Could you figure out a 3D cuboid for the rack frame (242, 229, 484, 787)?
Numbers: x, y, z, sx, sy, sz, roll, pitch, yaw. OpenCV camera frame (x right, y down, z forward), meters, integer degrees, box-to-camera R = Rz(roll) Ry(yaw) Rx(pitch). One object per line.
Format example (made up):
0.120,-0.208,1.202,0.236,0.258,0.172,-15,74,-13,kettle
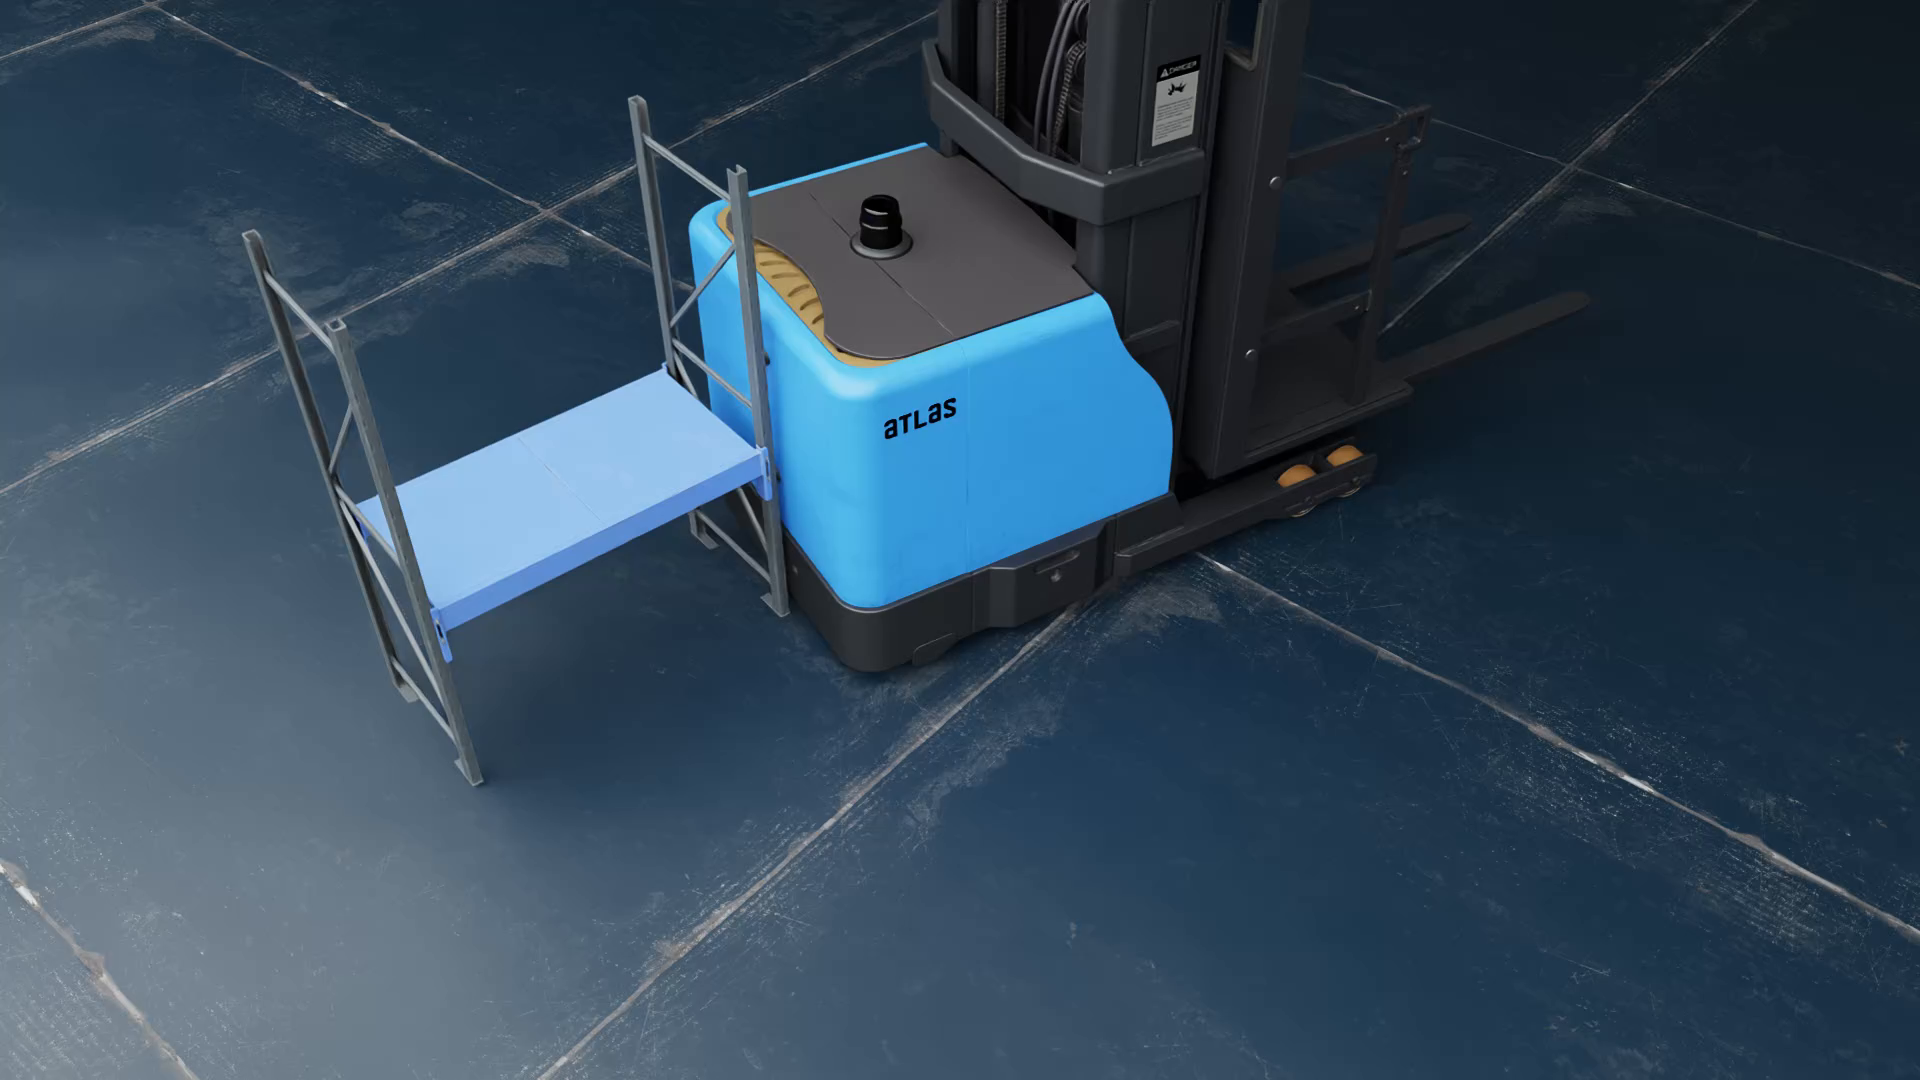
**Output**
-1.466,-0.020,4.157,0.032,1.500,0.500,-29,50,-28,rack frame

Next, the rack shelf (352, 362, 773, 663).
-1.074,-0.104,4.517,1.000,0.185,0.538,-29,50,-28,rack shelf

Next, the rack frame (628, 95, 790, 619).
-0.682,-0.455,4.635,0.032,1.500,0.500,-29,50,-28,rack frame

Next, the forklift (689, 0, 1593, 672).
0.753,-1.446,4.661,3.031,2.935,1.130,-21,46,-22,forklift

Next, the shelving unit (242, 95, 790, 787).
-1.074,-0.237,4.396,1.048,1.500,0.538,-29,50,-28,shelving unit
